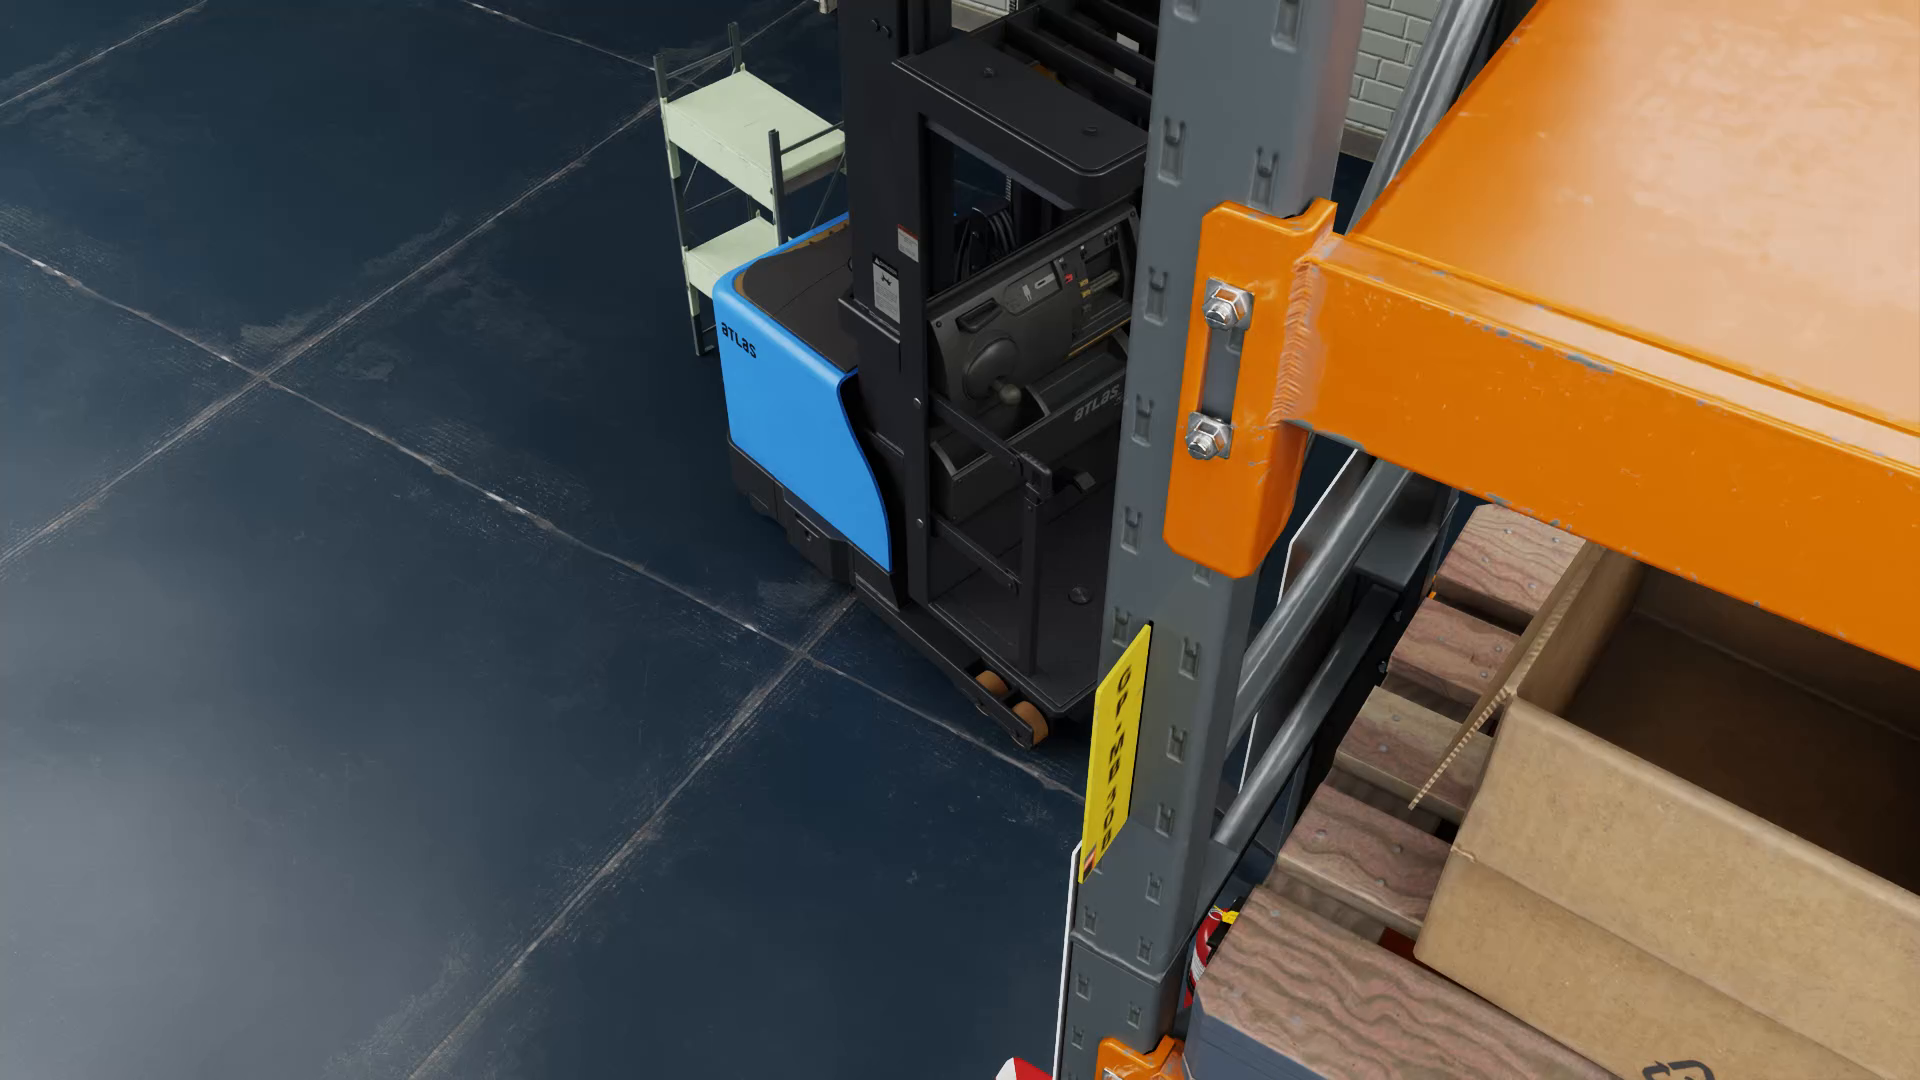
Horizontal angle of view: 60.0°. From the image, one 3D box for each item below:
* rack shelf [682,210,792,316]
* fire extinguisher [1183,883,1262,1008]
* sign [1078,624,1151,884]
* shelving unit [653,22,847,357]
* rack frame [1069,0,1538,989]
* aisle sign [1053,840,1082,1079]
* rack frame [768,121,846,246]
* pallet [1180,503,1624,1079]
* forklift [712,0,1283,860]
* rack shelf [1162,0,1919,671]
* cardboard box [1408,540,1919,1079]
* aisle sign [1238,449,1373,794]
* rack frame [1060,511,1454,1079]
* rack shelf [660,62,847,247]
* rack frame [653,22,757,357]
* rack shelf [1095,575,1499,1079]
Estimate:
[{"bbox_3d":[-0.799,-1.037,7.167,0.431,0.370,0.720,-33,54,-28],"label":"rack shelf"},{"bbox_3d":[0.611,0.969,3.771,0.183,0.674,0.296,25,51,22],"label":"fire extinguisher"},{"bbox_3d":[0.155,0.224,1.685,0.005,0.325,0.100,25,51,22],"label":"sign"},{"bbox_3d":[-0.799,-1.264,6.933,0.431,1.500,0.755,-33,54,-28],"label":"shelving unit"},{"bbox_3d":[0.460,-0.822,1.274,0.127,3.000,1.000,25,51,22],"label":"rack frame"},{"bbox_3d":[0.239,0.522,2.339,0.004,0.787,0.394,25,51,22],"label":"aisle sign"},{"bbox_3d":[-0.552,-1.071,6.744,0.400,1.500,0.023,-33,54,-28],"label":"rack frame"},{"bbox_3d":[1.041,0.543,2.101,1.213,0.211,1.003,25,51,22],"label":"pallet"},{"bbox_3d":[0.419,-0.691,5.378,1.130,2.935,3.031,-33,54,-28],"label":"forklift"},{"bbox_3d":[2.143,0.342,0.923,4.000,0.370,1.077,25,51,22],"label":"rack shelf"},{"bbox_3d":[0.941,0.217,1.894,0.637,0.503,0.797,28,52,25],"label":"cardboard box"},{"bbox_3d":[0.563,0.160,2.691,0.004,0.787,0.394,25,51,22],"label":"aisle sign"},{"bbox_3d":[0.460,1.268,3.426,0.127,3.000,1.000,25,51,22],"label":"rack frame"},{"bbox_3d":[-0.799,-1.536,6.653,0.431,0.370,0.720,-33,54,-28],"label":"rack shelf"},{"bbox_3d":[-1.045,-1.458,7.121,0.400,1.500,0.023,-33,54,-28],"label":"rack frame"},{"bbox_3d":[2.143,1.248,1.856,4.000,0.370,1.077,25,51,22],"label":"rack shelf"}]
